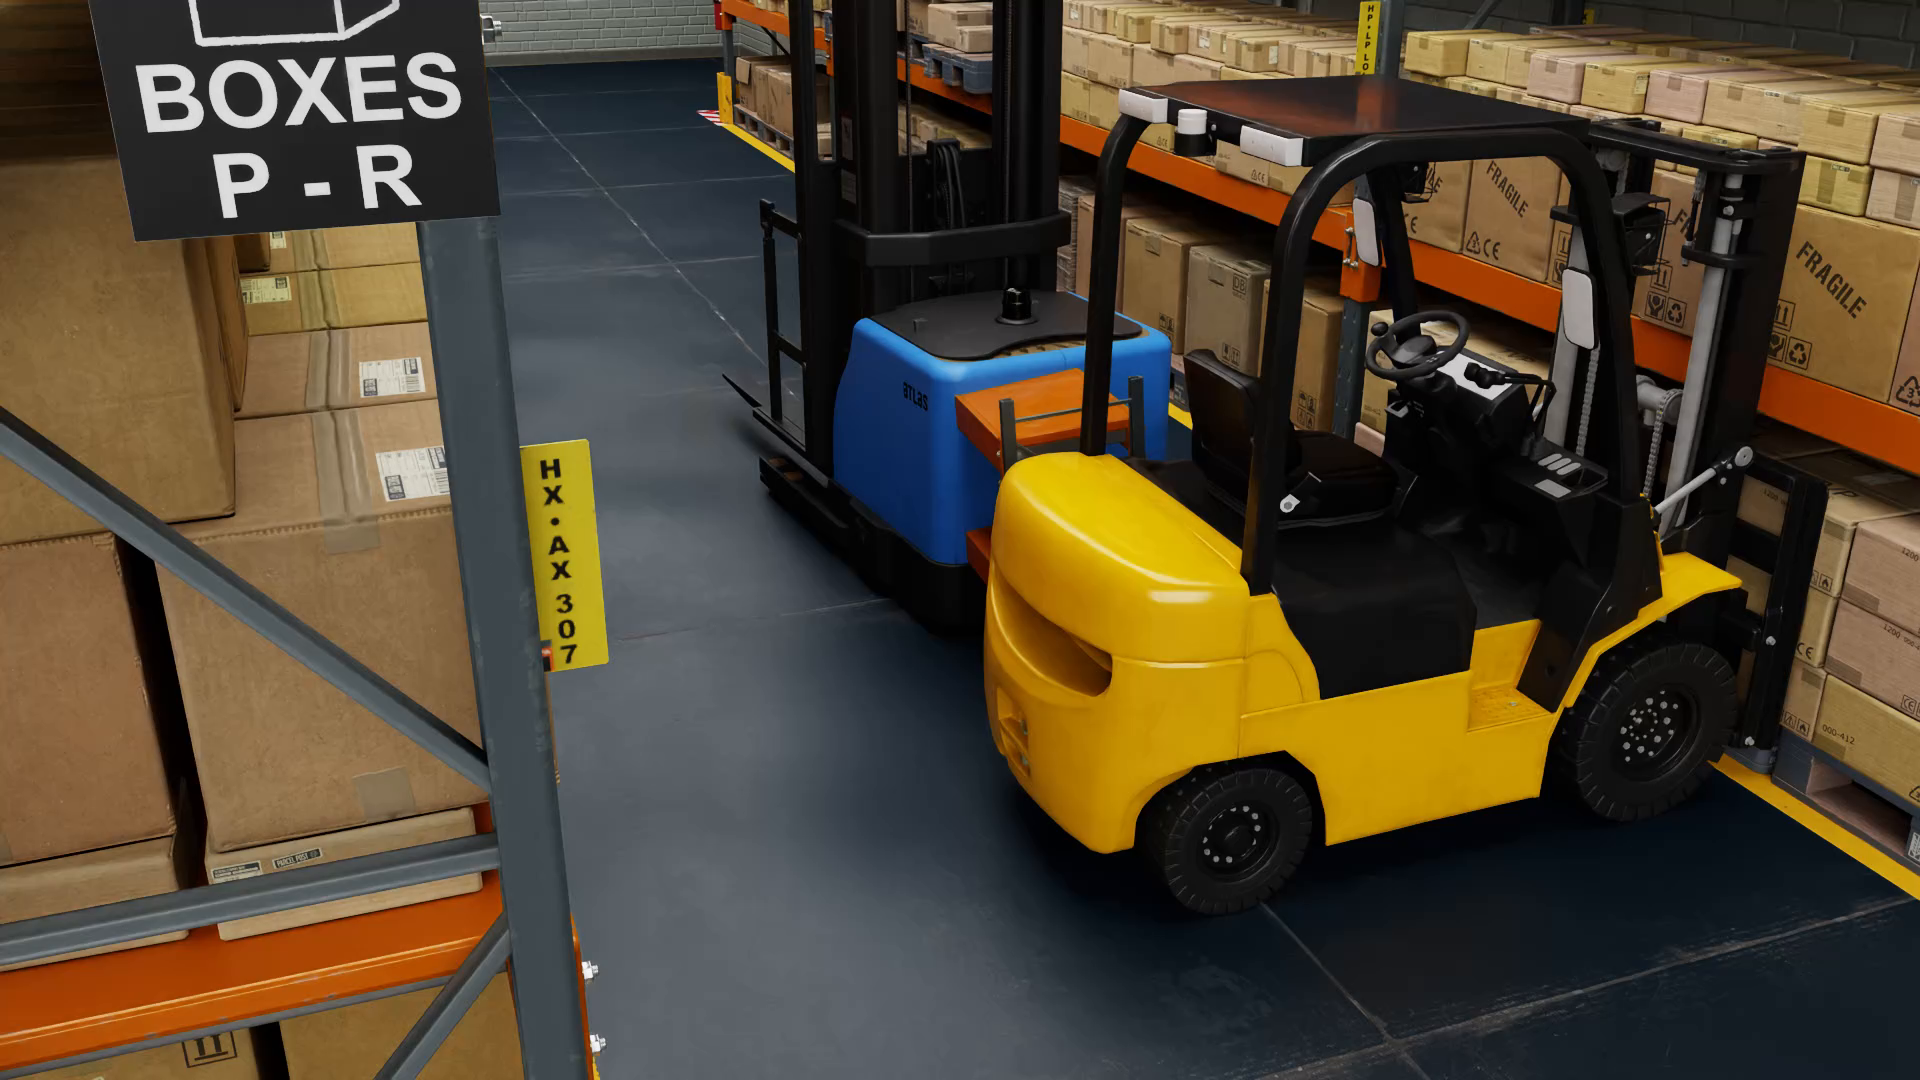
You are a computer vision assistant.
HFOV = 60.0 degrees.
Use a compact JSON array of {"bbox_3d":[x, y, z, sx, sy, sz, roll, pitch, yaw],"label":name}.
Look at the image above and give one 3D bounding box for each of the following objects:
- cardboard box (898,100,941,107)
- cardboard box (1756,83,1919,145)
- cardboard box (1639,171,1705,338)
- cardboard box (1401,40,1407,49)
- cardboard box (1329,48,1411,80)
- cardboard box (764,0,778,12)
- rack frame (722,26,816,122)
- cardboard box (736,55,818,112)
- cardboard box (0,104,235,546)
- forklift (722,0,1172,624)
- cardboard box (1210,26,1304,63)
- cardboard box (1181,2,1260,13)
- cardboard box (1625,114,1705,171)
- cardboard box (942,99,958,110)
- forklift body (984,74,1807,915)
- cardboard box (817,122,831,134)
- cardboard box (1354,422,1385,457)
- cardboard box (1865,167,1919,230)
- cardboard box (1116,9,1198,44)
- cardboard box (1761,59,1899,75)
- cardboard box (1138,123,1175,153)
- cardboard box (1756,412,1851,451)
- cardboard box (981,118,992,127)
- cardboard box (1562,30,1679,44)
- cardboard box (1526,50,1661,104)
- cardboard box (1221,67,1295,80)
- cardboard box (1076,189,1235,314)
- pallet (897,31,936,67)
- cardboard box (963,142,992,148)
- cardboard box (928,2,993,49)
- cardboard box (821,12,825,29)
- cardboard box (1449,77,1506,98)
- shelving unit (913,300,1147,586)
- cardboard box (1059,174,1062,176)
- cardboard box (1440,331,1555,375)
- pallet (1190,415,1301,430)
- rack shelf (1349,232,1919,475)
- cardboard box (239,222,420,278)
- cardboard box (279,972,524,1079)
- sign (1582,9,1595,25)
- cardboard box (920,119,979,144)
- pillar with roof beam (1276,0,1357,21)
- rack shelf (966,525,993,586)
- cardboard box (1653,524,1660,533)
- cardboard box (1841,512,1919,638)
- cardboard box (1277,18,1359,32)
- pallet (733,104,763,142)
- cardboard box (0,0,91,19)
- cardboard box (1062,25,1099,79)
[{"bbox_3d":[-0.376,-3.438,13.387,0.380,0.149,0.250,-9,24,-20],"label":"cardboard box"},{"bbox_3d":[2.733,-1.323,5.181,0.380,0.149,0.250,-8,24,-18],"label":"cardboard box"},{"bbox_3d":[2.641,-0.929,5.464,0.500,0.500,0.500,-8,24,-19],"label":"cardboard box"},{"bbox_3d":[2.222,-2.244,7.747,0.380,0.149,0.250,-9,25,-21],"label":"cardboard box"},{"bbox_3d":[1.862,-2.076,7.348,0.380,0.149,0.250,-7,24,-17],"label":"cardboard box"},{"bbox_3d":[-1.668,-5.157,15.946,0.380,0.149,0.250,-8,24,-18],"label":"cardboard box"},{"bbox_3d":[-2.048,-5.997,17.617,1.000,3.000,0.127,-8,24,-19],"label":"rack frame"},{"bbox_3d":[-1.921,-4.805,17.462,0.797,0.503,0.637,-9,25,-21],"label":"cardboard box"},{"bbox_3d":[-1.423,-0.301,2.302,0.700,0.500,0.500,-9,24,-20],"label":"cardboard box"},{"bbox_3d":[-0.281,-1.569,7.199,1.130,2.935,3.031,-11,25,-24],"label":"forklift"},{"bbox_3d":[1.466,-2.444,8.223,0.380,0.149,0.250,-9,24,-20],"label":"cardboard box"},{"bbox_3d":[1.485,-2.977,9.488,0.380,0.149,0.250,-8,24,-19],"label":"cardboard box"},{"bbox_3d":[2.483,-1.361,5.653,0.380,0.149,0.250,-9,25,-21],"label":"cardboard box"},{"bbox_3d":[0.072,-3.519,13.579,0.380,0.149,0.250,-10,25,-22],"label":"cardboard box"},{"bbox_3d":[1.227,-0.231,5.029,2.313,2.155,1.214,-8,24,-19],"label":"forklift body"},{"bbox_3d":[-1.233,-3.769,15.310,0.396,0.266,0.258,-7,24,-17],"label":"cardboard box"},{"bbox_3d":[2.052,-0.342,7.199,0.500,0.250,0.500,-8,24,-18],"label":"cardboard box"},{"bbox_3d":[2.851,-0.990,4.772,0.380,0.149,0.250,-9,25,-21],"label":"cardboard box"},{"bbox_3d":[1.081,-2.812,9.095,0.380,0.149,0.250,-8,24,-18],"label":"cardboard box"},{"bbox_3d":[3.009,-1.575,5.777,0.380,0.149,0.250,-9,24,-20],"label":"cardboard box"},{"bbox_3d":[1.249,-2.268,8.962,0.500,0.250,0.500,-8,24,-17],"label":"cardboard box"},{"bbox_3d":[3.090,-0.323,5.866,0.500,0.250,0.500,-9,24,-20],"label":"cardboard box"},{"bbox_3d":[0.378,-3.126,12.646,0.380,0.149,0.250,-8,24,-19],"label":"cardboard box"},{"bbox_3d":[2.636,-1.948,6.662,0.380,0.149,0.250,-9,24,-20],"label":"cardboard box"},{"bbox_3d":[2.296,-1.681,6.029,0.380,0.149,0.250,-8,24,-18],"label":"cardboard box"},{"bbox_3d":[1.590,-2.127,7.985,0.500,0.250,0.500,-9,24,-20],"label":"cardboard box"},{"bbox_3d":[1.224,-1.725,9.997,0.875,0.625,0.625,-8,24,-17],"label":"cardboard box"},{"bbox_3d":[0.086,-3.708,12.432,1.003,0.211,1.213,-8,24,-19],"label":"pallet"},{"bbox_3d":[0.241,-2.671,11.567,0.380,0.149,0.250,-10,25,-22],"label":"cardboard box"},{"bbox_3d":[0.102,-3.554,11.472,0.500,0.250,0.500,-10,25,-21],"label":"cardboard box"},{"bbox_3d":[-0.984,-4.509,14.410,0.380,0.149,0.250,-8,24,-18],"label":"cardboard box"},{"bbox_3d":[2.150,-1.736,6.543,0.380,0.149,0.250,-8,24,-18],"label":"cardboard box"},{"bbox_3d":[0.256,-0.180,6.178,0.538,1.125,1.048,-11,25,-14],"label":"shelving unit"},{"bbox_3d":[0.427,-2.256,11.419,0.500,0.500,0.500,-8,24,-17],"label":"cardboard box"},{"bbox_3d":[2.239,-0.618,6.567,0.500,0.250,0.500,-8,24,-19],"label":"cardboard box"},{"bbox_3d":[1.894,-0.614,8.436,1.003,0.211,1.213,-8,24,-19],"label":"pallet"},{"bbox_3d":[2.897,-0.579,5.687,1.077,0.370,4.000,-8,24,-19],"label":"rack shelf"},{"bbox_3d":[-1.501,-0.451,3.946,0.500,0.500,0.500,-9,24,-20],"label":"cardboard box"},{"bbox_3d":[-1.074,0.887,3.317,0.500,0.500,0.500,-9,25,-21],"label":"cardboard box"},{"bbox_3d":[2.710,-2.149,7.270,0.100,0.325,0.005,-8,24,-19],"label":"sign"},{"bbox_3d":[-0.076,-3.061,12.494,0.380,0.149,0.250,-10,25,-22],"label":"cardboard box"},{"bbox_3d":[-1.946,-4.914,7.323,9.100,9.000,0.400,-8,24,-19],"label":"pillar with roof beam"},{"bbox_3d":[0.274,0.042,6.278,0.538,0.278,1.000,-11,25,-14],"label":"rack shelf"},{"bbox_3d":[2.597,-0.025,5.803,0.500,0.250,0.500,-8,24,-19],"label":"cardboard box"},{"bbox_3d":[2.964,0.120,4.815,0.500,0.250,0.500,-8,24,-18],"label":"cardboard box"},{"bbox_3d":[1.866,-2.610,8.615,0.380,0.149,0.250,-9,24,-19],"label":"cardboard box"},{"bbox_3d":[-1.739,-4.395,17.406,1.003,0.211,1.213,-8,24,-19],"label":"pallet"},{"bbox_3d":[-2.187,-1.034,4.042,0.700,0.500,0.500,-9,24,-20],"label":"cardboard box"},{"bbox_3d":[0.882,-2.875,9.758,0.500,0.250,0.500,-8,24,-17],"label":"cardboard box"}]
